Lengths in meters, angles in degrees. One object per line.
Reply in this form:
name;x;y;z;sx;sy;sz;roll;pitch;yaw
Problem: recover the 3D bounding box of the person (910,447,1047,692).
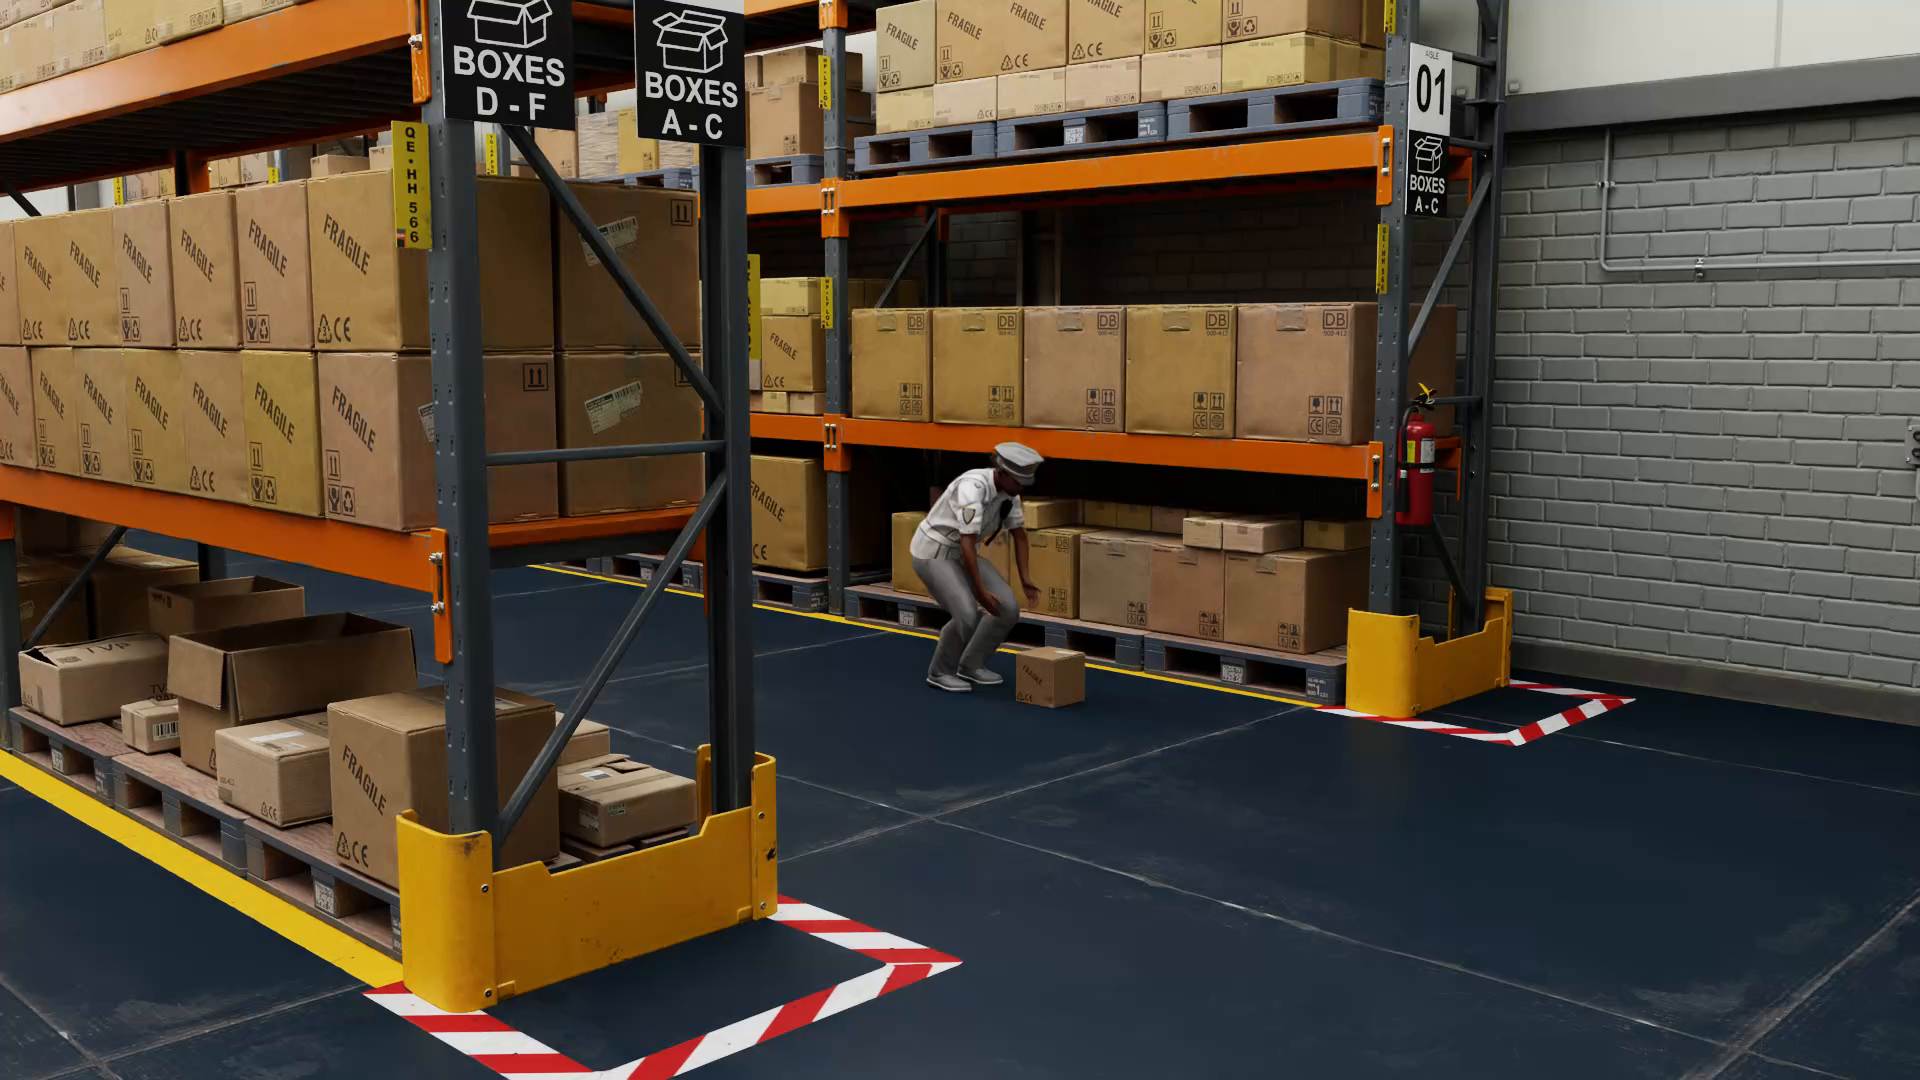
person;0.113;0.146;8.697;0.769;1.275;0.498;7;10;43
